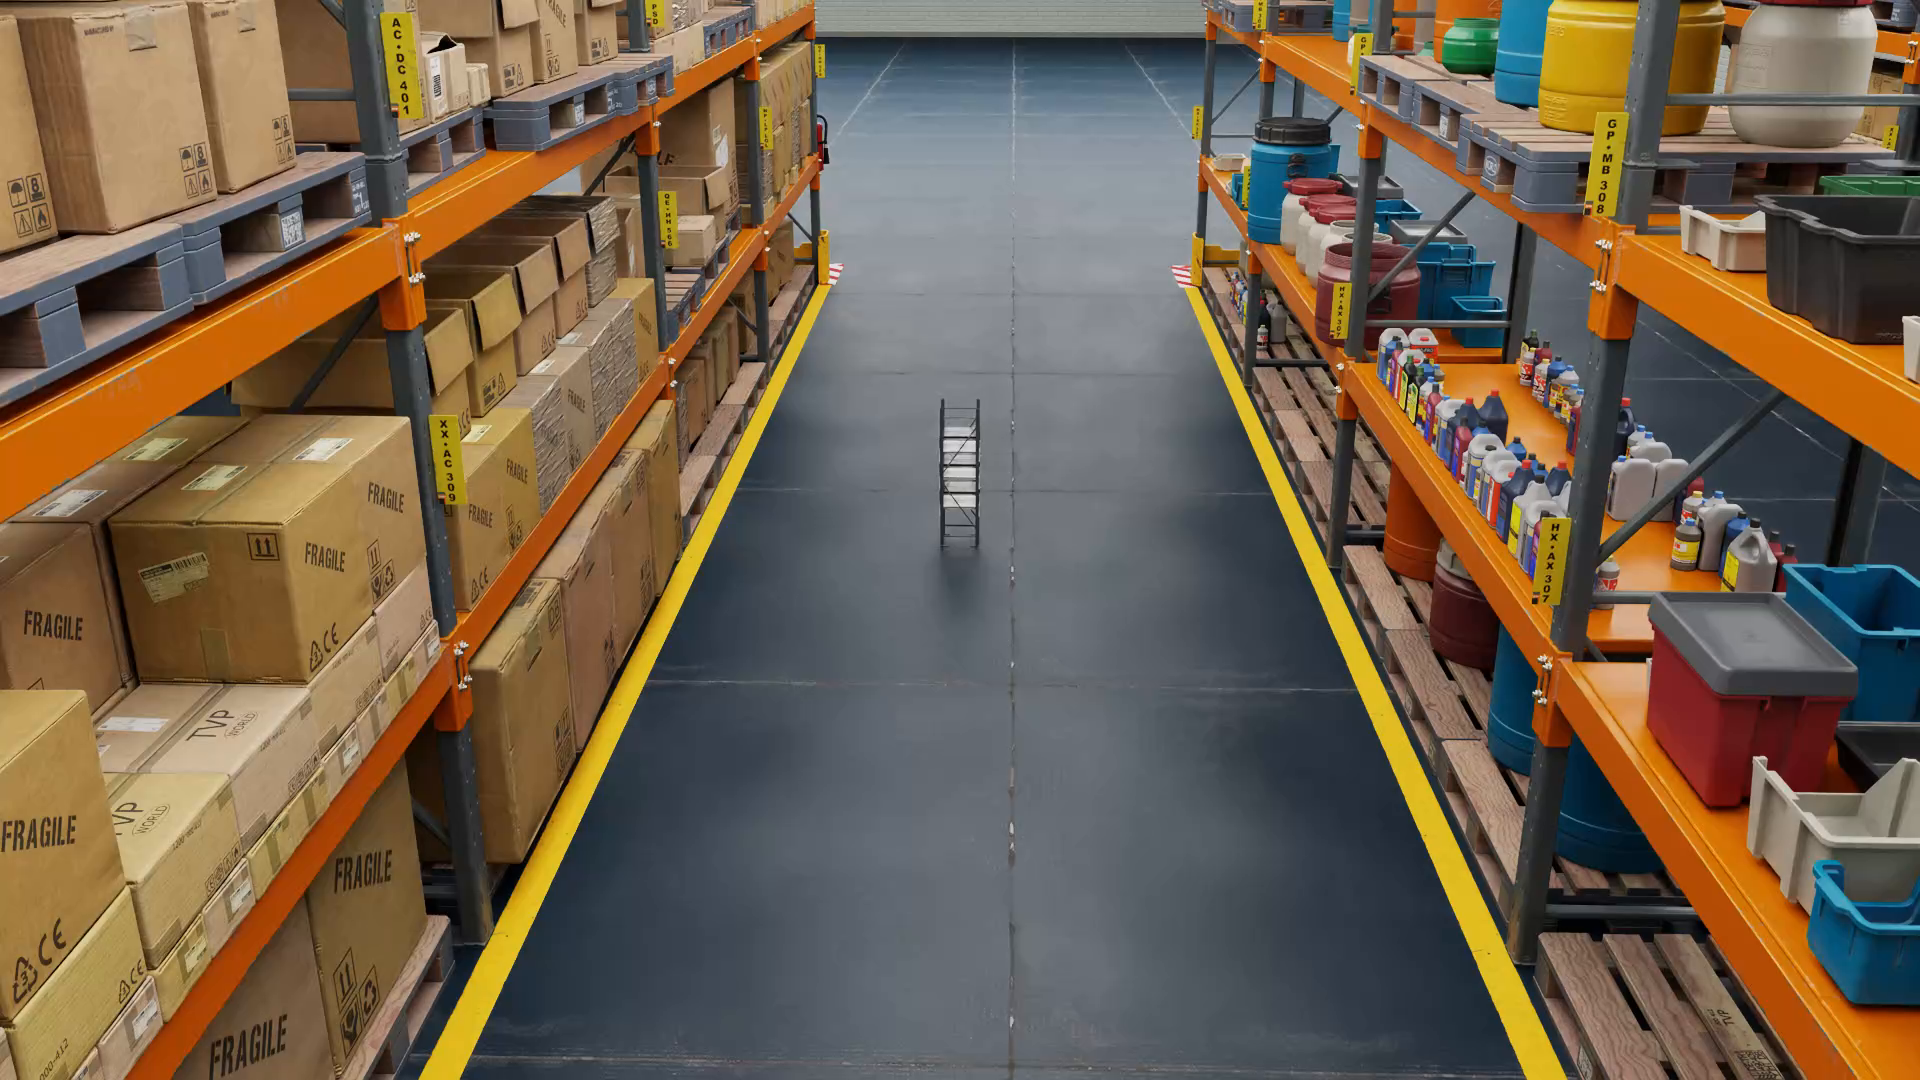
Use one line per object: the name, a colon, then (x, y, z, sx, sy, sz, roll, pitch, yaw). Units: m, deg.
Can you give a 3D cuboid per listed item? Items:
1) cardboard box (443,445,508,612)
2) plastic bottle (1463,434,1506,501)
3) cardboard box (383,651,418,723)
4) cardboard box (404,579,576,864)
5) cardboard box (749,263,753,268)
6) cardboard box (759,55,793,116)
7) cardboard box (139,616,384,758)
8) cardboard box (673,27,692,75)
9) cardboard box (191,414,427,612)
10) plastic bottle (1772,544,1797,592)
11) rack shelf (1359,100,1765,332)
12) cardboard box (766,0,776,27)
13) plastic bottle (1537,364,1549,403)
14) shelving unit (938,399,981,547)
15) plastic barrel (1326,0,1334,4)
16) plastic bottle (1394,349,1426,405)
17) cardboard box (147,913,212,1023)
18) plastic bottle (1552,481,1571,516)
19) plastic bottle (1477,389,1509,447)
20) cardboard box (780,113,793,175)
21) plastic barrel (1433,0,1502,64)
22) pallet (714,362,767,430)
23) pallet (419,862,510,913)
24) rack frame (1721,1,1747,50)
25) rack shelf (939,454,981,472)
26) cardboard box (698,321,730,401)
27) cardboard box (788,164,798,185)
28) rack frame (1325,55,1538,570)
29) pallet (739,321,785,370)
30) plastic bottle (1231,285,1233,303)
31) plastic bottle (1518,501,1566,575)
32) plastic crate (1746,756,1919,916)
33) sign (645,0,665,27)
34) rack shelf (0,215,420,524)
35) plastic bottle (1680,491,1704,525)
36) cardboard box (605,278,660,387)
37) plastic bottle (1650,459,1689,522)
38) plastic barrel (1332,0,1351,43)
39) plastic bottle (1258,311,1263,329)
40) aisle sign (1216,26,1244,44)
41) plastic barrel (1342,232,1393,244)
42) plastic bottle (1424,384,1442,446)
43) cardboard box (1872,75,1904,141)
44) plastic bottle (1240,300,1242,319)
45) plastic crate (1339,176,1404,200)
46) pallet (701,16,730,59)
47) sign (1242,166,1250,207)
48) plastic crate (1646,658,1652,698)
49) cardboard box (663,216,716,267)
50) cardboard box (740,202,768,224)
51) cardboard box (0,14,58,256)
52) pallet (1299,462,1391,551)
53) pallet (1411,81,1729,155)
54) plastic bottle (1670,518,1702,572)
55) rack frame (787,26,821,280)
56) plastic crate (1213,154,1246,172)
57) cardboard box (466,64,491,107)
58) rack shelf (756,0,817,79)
cardboard box: (-2.074, -0.053, 6.381, 0.500, 0.500, 0.500, 1, 21, 2)
plastic bottle: (2.339, -0.323, 7.387, 0.152, 0.276, 0.135, 1, 21, 2)
cardboard box: (-2.027, 0.481, 5.489, 0.380, 0.149, 0.250, 1, 21, 3)
cardboard box: (-2.338, 0.720, 6.882, 1.225, 0.875, 0.875, 1, 21, 2)
cardboard box: (-2.092, -2.342, 15.294, 0.500, 0.500, 0.500, -1, 21, -3)
cardboard box: (-1.793, -4.089, 14.989, 0.500, 0.500, 0.500, 1, 21, 2)
cardboard box: (-2.102, 0.438, 5.049, 0.500, 0.250, 0.500, 1, 21, 3)
cardboard box: (-1.931, -2.970, 10.098, 0.500, 0.250, 0.500, 1, 21, 3)
cardboard box: (-2.085, -0.092, 5.379, 0.500, 0.500, 0.500, 1, 21, 3)
plastic bottle: (3.050, 0.138, 6.187, 0.061, 0.283, 0.133, 1, 21, 2)
rack shelf: (2.674, -1.575, 7.288, 1.077, 0.370, 4.000, 1, 21, 2)
cardboard box: (-1.814, -4.415, 13.822, 0.500, 0.250, 0.500, 0, 21, 1)
plastic bottle: (3.117, -0.831, 8.798, 0.097, 0.201, 0.097, 0, 21, 0)
shelving unit: (0.000, -0.417, 10.359, 0.258, 0.900, 0.210, 1, 21, 2)
plastic barrel: (3.066, -4.481, 13.048, 0.421, 0.512, 0.421, 0, 21, 0)
plastic bottle: (2.384, -0.857, 8.761, 0.152, 0.276, 0.135, 1, 21, 2)
cardboard box: (-2.073, 1.040, 4.050, 0.380, 0.149, 0.250, 0, 21, 0)
plastic bottle: (2.458, -0.100, 6.707, 0.144, 0.351, 0.185, 1, 21, 2)
plastic bottle: (2.503, -0.547, 7.859, 0.144, 0.351, 0.185, 1, 21, 2)
cardboard box: (-1.998, -3.625, 15.176, 0.875, 0.500, 0.500, 1, 21, 2)
plastic barrel: (2.714, -2.824, 8.339, 0.600, 0.830, 0.708, 1, 21, 2)
pallet: (-2.117, -1.154, 13.211, 1.003, 0.211, 1.213, 1, 21, 2)
pallet: (-2.390, 1.177, 7.203, 1.003, 0.211, 1.213, 1, 21, 2)
rack frame: (7.929, -4.071, 16.875, 1.000, 3.000, 0.127, 1, 21, 2)
rack shelf: (0.000, -0.469, 10.338, 0.258, 0.077, 0.200, 1, 21, 2)
cardboard box: (-2.168, -1.381, 12.789, 0.700, 0.500, 0.500, 1, 21, 1)
cardboard box: (-1.716, -3.416, 15.533, 0.380, 0.149, 0.250, 1, 21, 2)
rack frame: (2.734, -1.235, 9.564, 1.000, 3.000, 0.127, 1, 21, 2)
pallet: (-2.109, -1.679, 14.563, 1.003, 0.211, 1.213, 1, 21, 2)
plastic bottle: (2.608, -2.338, 15.668, 0.097, 0.201, 0.097, 0, 21, 0)
plastic bottle: (2.313, -0.009, 6.576, 0.152, 0.276, 0.135, 1, 21, 2)
plastic crate: (2.382, 0.789, 4.430, 0.437, 0.282, 0.530, 1, 21, 2)
sign: (-1.662, -2.956, 9.031, 0.100, 0.325, 0.005, 1, 21, 2)
rack shelf: (-2.399, -0.183, 3.701, 1.077, 0.370, 4.000, 1, 21, 2)
plastic bottle: (3.056, -0.103, 6.923, 0.097, 0.201, 0.097, 0, 21, 0)
cardboard box: (-1.984, -1.155, 9.220, 0.500, 0.500, 0.500, 1, 21, 3)
plastic bottle: (3.036, -0.228, 7.142, 0.152, 0.276, 0.135, 1, 21, 2)
plastic barrel: (3.058, -4.127, 12.178, 0.600, 0.901, 0.708, 1, 21, 2)
plastic bottle: (2.541, -1.797, 14.161, 0.061, 0.283, 0.133, 2, 21, 4)
aisle sign: (2.687, -5.368, 16.624, 0.394, 0.787, 0.004, 1, 21, 2)
plastic barrel: (2.552, -1.661, 10.509, 0.421, 0.512, 0.421, 0, 21, 0)
plastic bottle: (2.317, -0.610, 8.116, 0.061, 0.283, 0.133, 1, 21, 2)
cardboard box: (7.814, -3.437, 13.308, 0.700, 0.500, 0.500, 1, 21, 2)
plastic bottle: (2.588, -2.105, 15.068, 0.097, 0.201, 0.097, 0, 21, 0)
plastic crate: (3.147, -2.532, 12.820, 0.402, 0.464, 0.583, 1, 21, 2)
pallet: (-2.248, -3.449, 11.385, 1.213, 0.211, 1.003, 1, 21, 2)
sign: (2.307, -2.820, 13.267, 0.100, 0.325, 0.005, 1, 21, 2)
plastic crate: (2.456, 0.473, 5.444, 0.396, 0.136, 0.243, 1, 21, 2)
cardboard box: (-1.935, -2.018, 11.211, 0.500, 0.250, 0.500, 0, 21, 0)
cardboard box: (-1.787, -2.693, 13.669, 0.380, 0.149, 0.250, 1, 21, 2)
cardboard box: (-2.480, -0.865, 3.607, 0.700, 0.500, 0.500, 2, 21, 4)
pallet: (2.797, -0.214, 10.789, 1.003, 0.211, 1.213, 1, 21, 2)
pallet: (2.570, -1.793, 7.118, 1.003, 0.211, 1.213, 1, 21, 2)
plastic bottle: (2.894, 0.014, 6.620, 0.097, 0.201, 0.097, 0, 21, 0)
rack frame: (-1.973, -4.182, 17.159, 1.000, 3.000, 0.127, 1, 21, 2)
plastic crate: (2.629, -3.684, 16.242, 0.298, 0.136, 0.250, 1, 21, 2)
cardboard box: (-2.143, -1.857, 6.787, 0.380, 0.149, 0.250, 0, 21, -1)
rack shelf: (-2.034, -4.522, 14.883, 1.077, 0.370, 4.000, 1, 21, 2)
